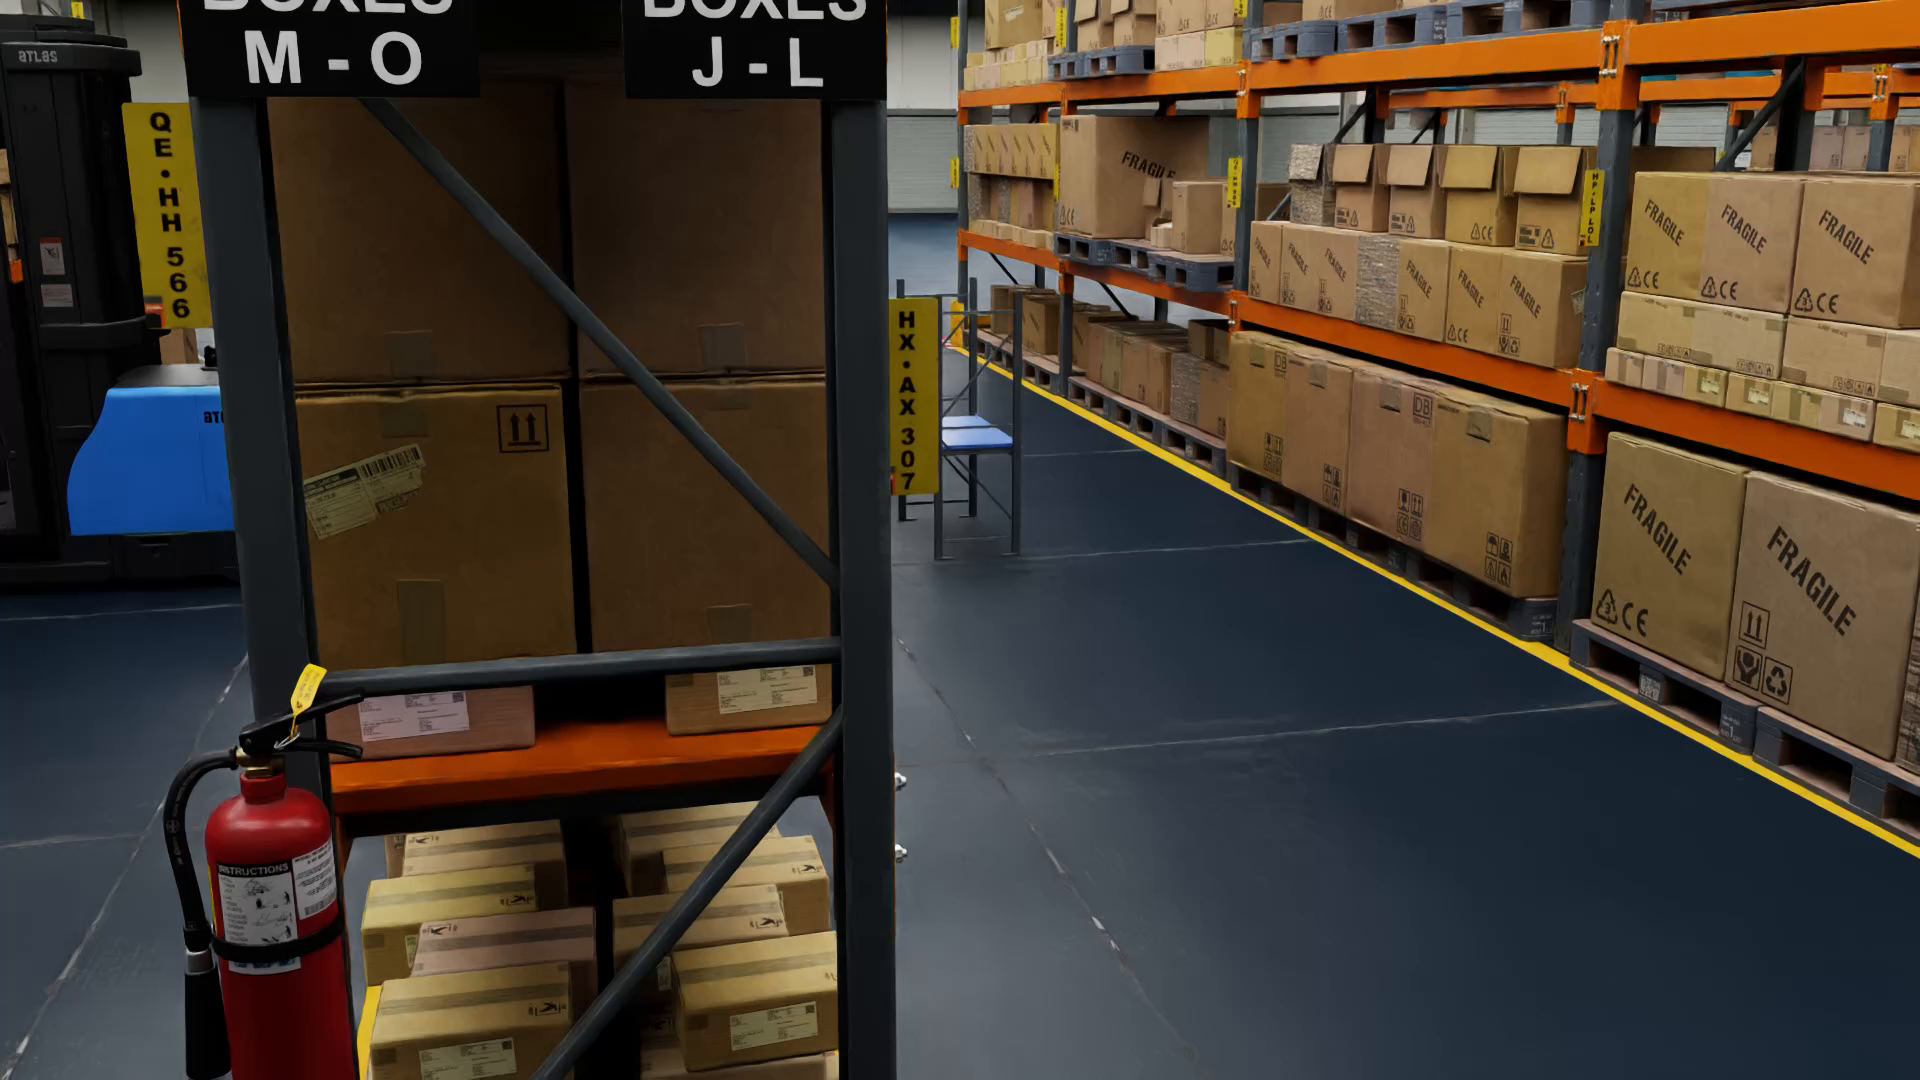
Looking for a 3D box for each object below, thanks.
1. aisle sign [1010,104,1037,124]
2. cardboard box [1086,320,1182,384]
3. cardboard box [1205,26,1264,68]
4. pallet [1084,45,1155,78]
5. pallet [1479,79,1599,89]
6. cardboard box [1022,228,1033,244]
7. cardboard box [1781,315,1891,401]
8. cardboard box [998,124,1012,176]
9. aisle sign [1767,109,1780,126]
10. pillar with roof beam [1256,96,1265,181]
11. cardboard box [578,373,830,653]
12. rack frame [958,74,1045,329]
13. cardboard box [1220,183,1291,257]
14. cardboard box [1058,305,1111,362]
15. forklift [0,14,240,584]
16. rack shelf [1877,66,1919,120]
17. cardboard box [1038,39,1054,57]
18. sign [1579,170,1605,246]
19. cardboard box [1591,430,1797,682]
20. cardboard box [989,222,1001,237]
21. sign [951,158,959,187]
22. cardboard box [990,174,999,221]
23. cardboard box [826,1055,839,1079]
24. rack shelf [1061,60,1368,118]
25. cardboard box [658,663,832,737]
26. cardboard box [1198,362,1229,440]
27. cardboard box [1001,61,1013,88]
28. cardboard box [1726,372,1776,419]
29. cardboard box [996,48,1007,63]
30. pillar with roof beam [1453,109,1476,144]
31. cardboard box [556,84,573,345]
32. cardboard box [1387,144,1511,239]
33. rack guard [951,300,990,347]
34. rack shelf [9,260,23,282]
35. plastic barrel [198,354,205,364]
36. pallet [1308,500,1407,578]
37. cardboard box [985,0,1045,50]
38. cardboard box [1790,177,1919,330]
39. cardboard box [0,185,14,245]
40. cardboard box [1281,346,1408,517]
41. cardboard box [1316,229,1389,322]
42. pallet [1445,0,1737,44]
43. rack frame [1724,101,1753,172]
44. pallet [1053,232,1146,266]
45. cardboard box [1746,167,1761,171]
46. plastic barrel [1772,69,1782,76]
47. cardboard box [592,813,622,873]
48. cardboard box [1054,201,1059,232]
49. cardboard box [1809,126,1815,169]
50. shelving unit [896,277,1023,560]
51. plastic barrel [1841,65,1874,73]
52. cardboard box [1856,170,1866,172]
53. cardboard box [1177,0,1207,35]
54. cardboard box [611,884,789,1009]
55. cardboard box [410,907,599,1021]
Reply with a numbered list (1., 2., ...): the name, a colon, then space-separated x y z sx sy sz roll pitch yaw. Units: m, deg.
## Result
1. aisle sign: 0.752 -5.022 18.685 0.394 0.787 0.004 -3 14 -13
2. cardboard box: 1.537 -1.662 14.749 0.700 0.500 0.500 -4 14 -18
3. cardboard box: 2.004 -3.363 11.367 0.500 0.250 0.500 -3 14 -13
4. pallet: 1.702 -3.784 13.170 1.213 0.211 1.003 -3 14 -13
5. pallet: 5.964 -4.608 16.545 1.213 0.211 1.003 -3 14 -13
6. cardboard box: 0.833 -3.008 16.447 0.380 0.149 0.250 -3 14 -13
7. cardboard box: 3.388 -0.674 6.056 0.500 0.250 0.500 -3 14 -12
8. cardboard box: 0.692 -3.919 16.703 0.500 0.500 0.500 -3 14 -13
9. aisle sign: 10.375 -5.574 20.944 0.394 0.787 0.004 -3 14 -13
10. pillar with roof beam: 4.694 -14.038 48.427 9.100 9.000 0.548 -3 14 -13
11. cardboard box: -0.449 -0.096 3.162 0.500 0.500 0.500 -3 14 -11
12. rack frame: 0.475 -3.728 18.867 1.000 3.000 0.127 -3 14 -13
13. cardboard box: 2.188 -2.258 11.752 0.500 0.500 0.500 -5 15 -20
14. cardboard box: 1.217 -2.021 16.262 0.500 0.500 0.500 1 14 5
15. forklift: -5.181 -1.253 8.881 3.031 2.935 1.130 -2 14 -8
16. rack shelf: 7.638 -2.805 10.283 1.077 0.370 4.000 -3 14 -13
17. cardboard box: 0.940 -4.562 15.435 0.380 0.149 0.250 -4 14 -16
18. sign: 2.768 -1.451 7.274 0.100 0.325 0.005 -3 14 -13
19. cardboard box: 3.370 0.025 7.096 0.875 0.875 0.875 -3 14 -13
20. cardboard box: 0.525 -3.295 17.624 0.380 0.149 0.250 -3 14 -13
21. sign: -0.053 -4.118 18.640 0.100 0.325 0.005 -3 14 -13
22. cardboard box: 0.811 -3.684 17.849 0.875 0.500 0.500 -3 14 -13
23. cardboard box: -0.424 1.258 3.579 0.380 0.149 0.250 -3 14 -12
24. rack shelf: 1.884 -3.452 12.930 1.077 0.370 4.000 -3 14 -13
25. cardboard box: -0.370 0.245 3.133 0.380 0.149 0.250 -3 14 -14
26. cardboard box: 2.177 -1.035 12.185 0.700 0.500 0.500 -4 14 -16
27. cardboard box: 0.703 -4.634 16.570 0.500 0.250 0.500 -3 14 -12
28. cardboard box: 3.227 -0.569 6.465 0.380 0.149 0.250 -4 14 -15
29. cardboard box: 0.587 -4.928 16.932 0.380 0.149 0.250 -4 14 -16
30. pillar with roof beam: 7.512 -11.270 37.096 9.100 9.000 0.400 -3 14 -13
31. cardboard box: -0.585 -0.697 3.516 0.500 0.500 0.500 -3 14 -12
32. cardboard box: 2.824 -1.944 9.240 0.797 0.503 0.637 -3 14 -11
33. rack guard: 0.493 -2.496 19.091 1.175 0.500 0.348 -3 14 -13
34. rack shelf: -8.688 -2.365 14.802 1.077 0.370 4.000 -3 14 -13
35. plastic barrel: -7.201 -1.532 15.306 0.512 0.421 0.421 7 15 26
36. pallet: 2.748 -0.061 9.732 1.003 0.211 1.213 -3 14 -13
37. cardboard box: 0.561 -5.264 16.941 0.500 0.500 0.500 -3 14 -13
38. cardboard box: 3.392 -1.037 5.961 0.500 0.500 0.500 -4 14 -15
39. cardboard box: -8.192 -2.678 13.729 0.500 0.500 0.500 -3 14 -13
40. cardboard box: 2.697 -0.688 10.015 1.225 0.875 0.875 -3 14 -13
41. cardboard box: 2.450 -1.567 9.810 0.500 0.500 0.500 -4 14 -14
42. pallet: 3.030 -2.533 8.057 0.805 0.209 1.217 -4 14 -15
43. rack frame: 10.105 -4.279 21.123 1.000 3.000 0.127 -3 14 -13
44. pallet: 1.452 -2.528 14.357 1.003 0.211 1.213 -3 14 -13
45. cardboard box: 9.988 -4.541 20.615 0.380 0.149 0.250 -3 14 -14
46. plastic barrel: 6.642 -3.829 13.250 0.301 0.262 0.301 0 14 0
47. cardboard box: -0.852 0.818 4.754 0.380 0.149 0.250 -3 14 -10
48. cardboard box: 1.369 -3.106 15.481 0.875 0.500 0.500 -3 14 -13
49. cardboard box: 10.343 -4.717 19.968 0.700 0.500 0.500 -4 14 -15
50. shelving unit: -0.020 -0.748 9.830 0.538 1.500 1.048 -3 14 -13
51. plastic barrel: 7.186 -4.061 12.852 0.600 0.901 0.600 0 14 0
52. cardboard box: 10.410 -4.125 18.915 0.380 0.149 0.250 -3 14 -11
53. cardboard box: 1.867 -3.845 11.760 0.500 0.500 0.500 -3 14 -13
54. cardboard box: -0.587 0.911 3.745 0.380 0.149 0.250 -3 14 -12
55. cardboard box: -0.986 0.939 3.633 0.380 0.149 0.250 -3 14 -12
